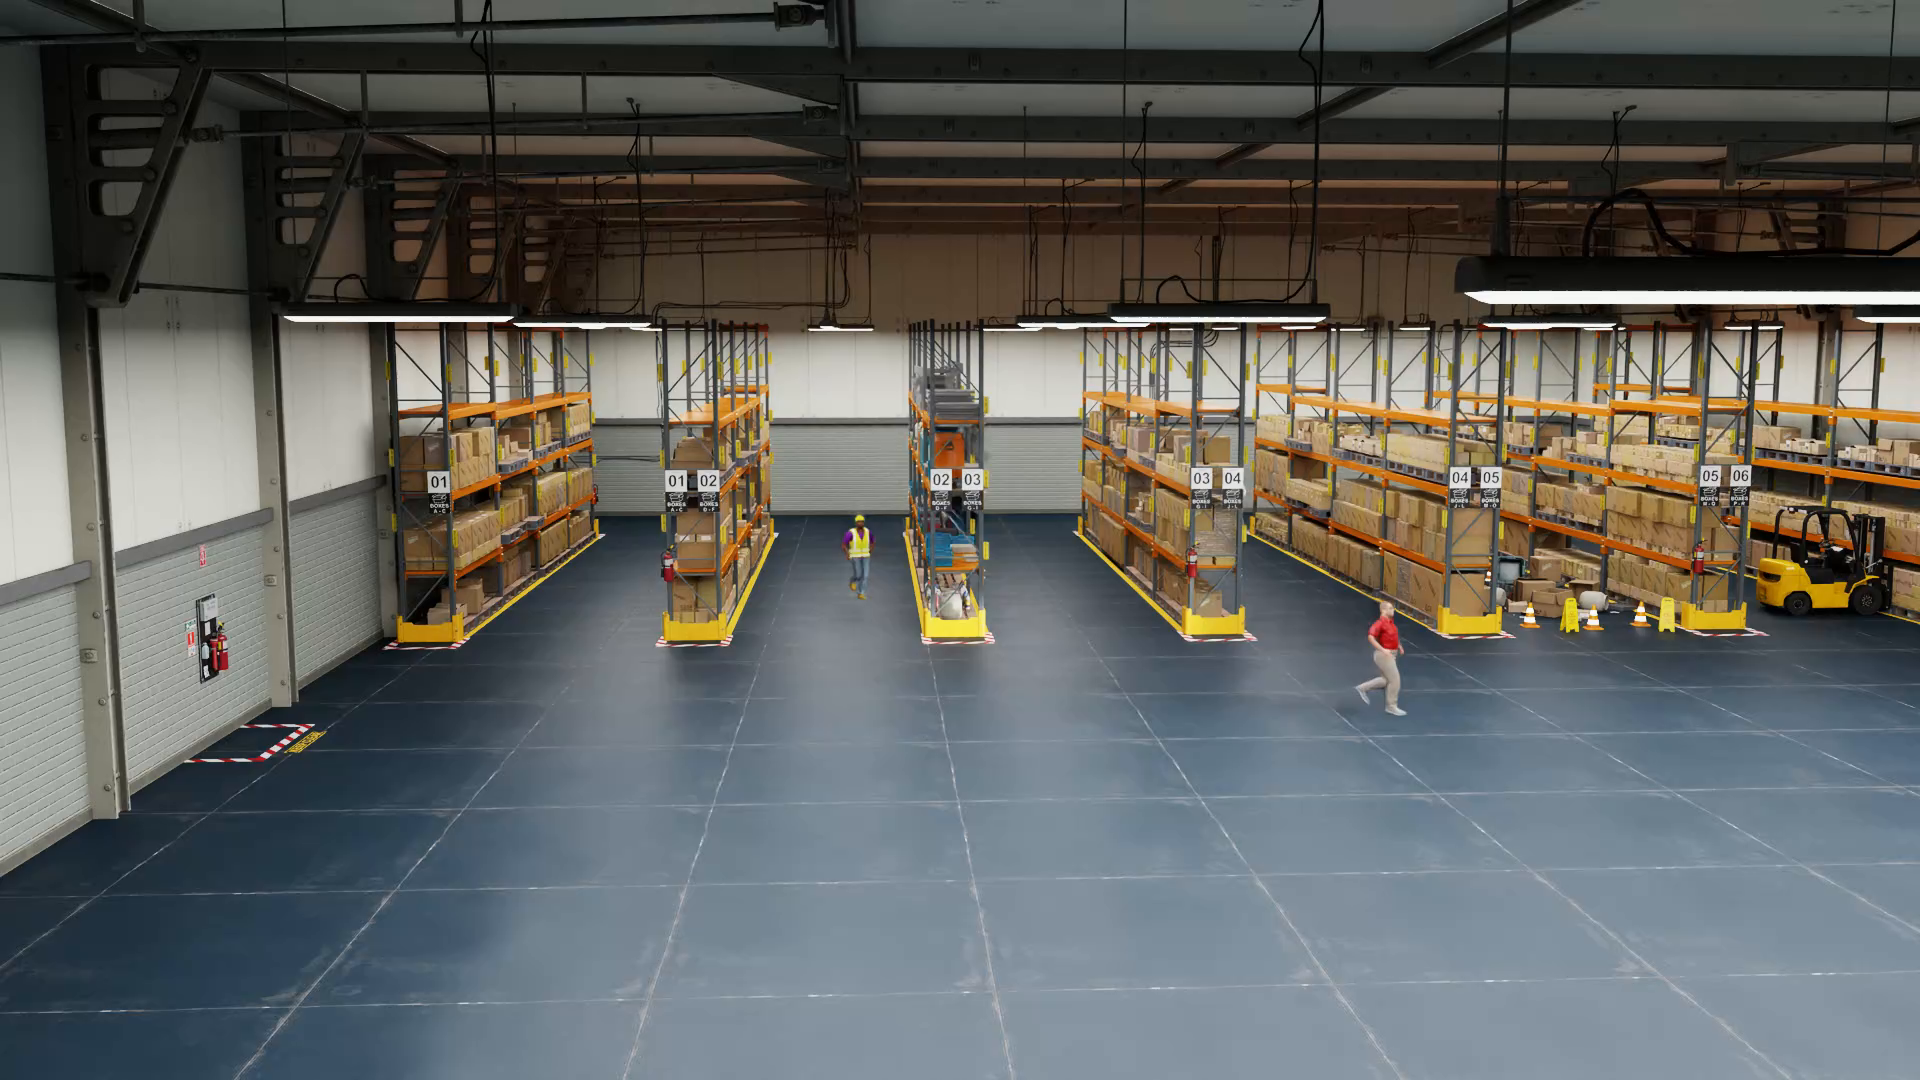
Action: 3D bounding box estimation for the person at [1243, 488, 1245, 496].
[{"bbox_3d":[8.046,-1.125,48.999,0.873,1.664,0.724,-3,8,-21],"label":"person"}]

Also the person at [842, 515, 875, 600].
[{"bbox_3d":[-2.065,0.349,34.273,0.702,1.732,0.589,-2,7,-19],"label":"person"}]

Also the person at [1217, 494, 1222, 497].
[{"bbox_3d":[7.283,-0.952,48.286,0.763,1.454,0.445,7,10,44],"label":"person"}]

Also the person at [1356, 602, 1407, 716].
[{"bbox_3d":[6.406,1.777,25.197,0.785,1.711,0.676,4,8,27],"label":"person"}]
